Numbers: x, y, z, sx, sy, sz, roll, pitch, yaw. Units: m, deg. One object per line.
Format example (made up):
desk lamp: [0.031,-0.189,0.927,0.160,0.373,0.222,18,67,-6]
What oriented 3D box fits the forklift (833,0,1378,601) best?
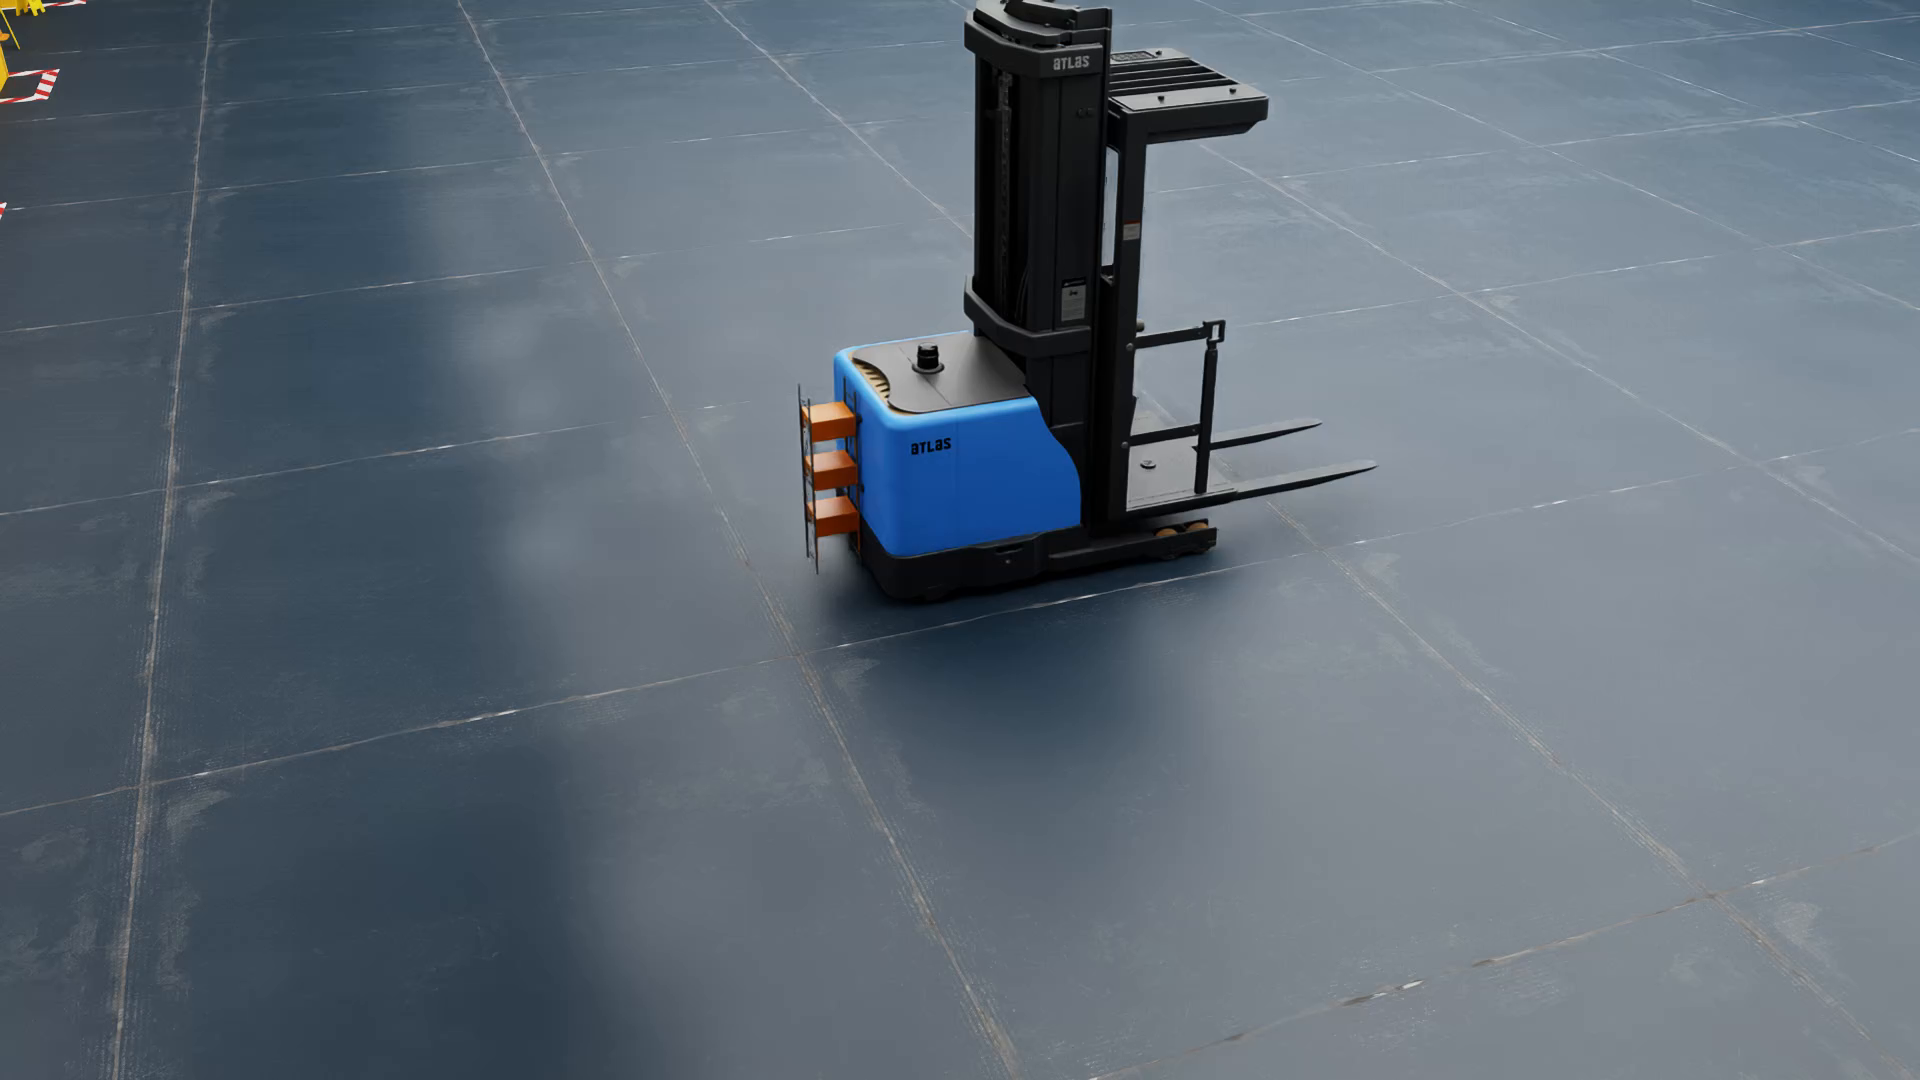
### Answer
forklift: [0.879,-1.400,8.779,3.031,2.935,1.130,-11,31,-18]

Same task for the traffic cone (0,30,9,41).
traffic cone: [-11.465,-6.145,19.600,0.334,0.463,0.336,-10,31,-18]

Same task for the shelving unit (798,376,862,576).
shelving unit: [-0.685,-0.329,8.799,0.252,1.050,0.215,-11,31,-18]

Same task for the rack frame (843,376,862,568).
rack frame: [-0.571,-0.350,8.836,0.008,1.050,0.200,-11,31,-18]

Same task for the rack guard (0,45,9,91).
rack guard: [-10.374,-5.015,17.580,0.348,0.500,1.175,-10,31,-18]

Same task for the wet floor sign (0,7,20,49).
wet floor sign: [-11.060,-5.997,19.158,0.232,0.644,0.267,-16,33,-26]

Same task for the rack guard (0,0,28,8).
rack guard: [-12.289,-7.277,21.550,0.348,0.500,1.175,-10,31,-18]

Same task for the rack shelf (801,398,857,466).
rack shelf: [-0.685,-0.566,8.664,0.240,0.259,0.215,-11,31,-18]

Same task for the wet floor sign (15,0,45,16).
wet floor sign: [-11.666,-6.889,20.723,0.232,0.644,0.267,0,30,0]

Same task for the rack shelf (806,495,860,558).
rack shelf: [-0.685,-0.078,8.942,0.240,0.259,0.215,-11,31,-18]

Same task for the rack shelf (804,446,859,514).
rack shelf: [-0.685,-0.319,8.804,0.240,0.259,0.215,-11,31,-18]

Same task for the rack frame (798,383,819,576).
rack frame: [-0.799,-0.307,8.762,0.008,1.050,0.200,-11,31,-18]
